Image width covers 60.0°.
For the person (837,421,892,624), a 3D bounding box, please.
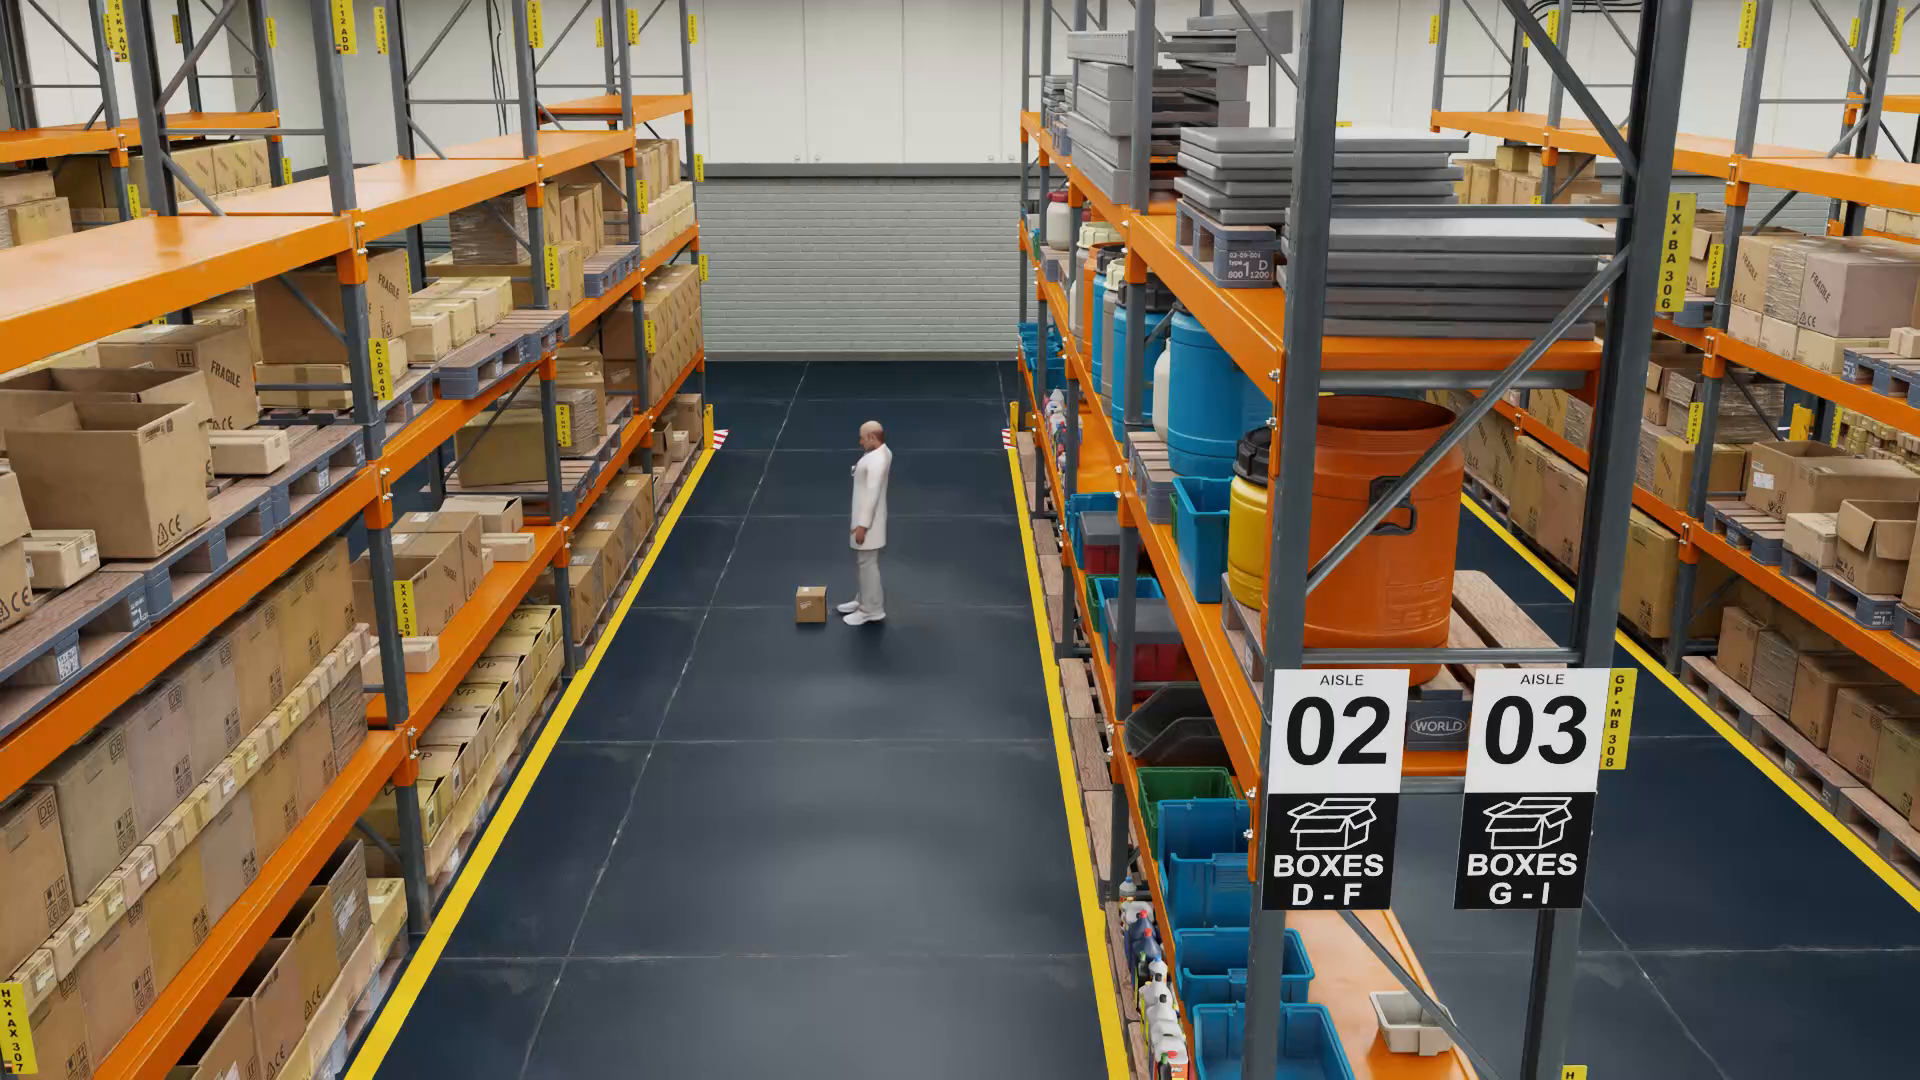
[{"bbox_3d":[-0.860,-0.168,14.596,0.509,1.797,0.636,1,17,4],"label":"person"}]
